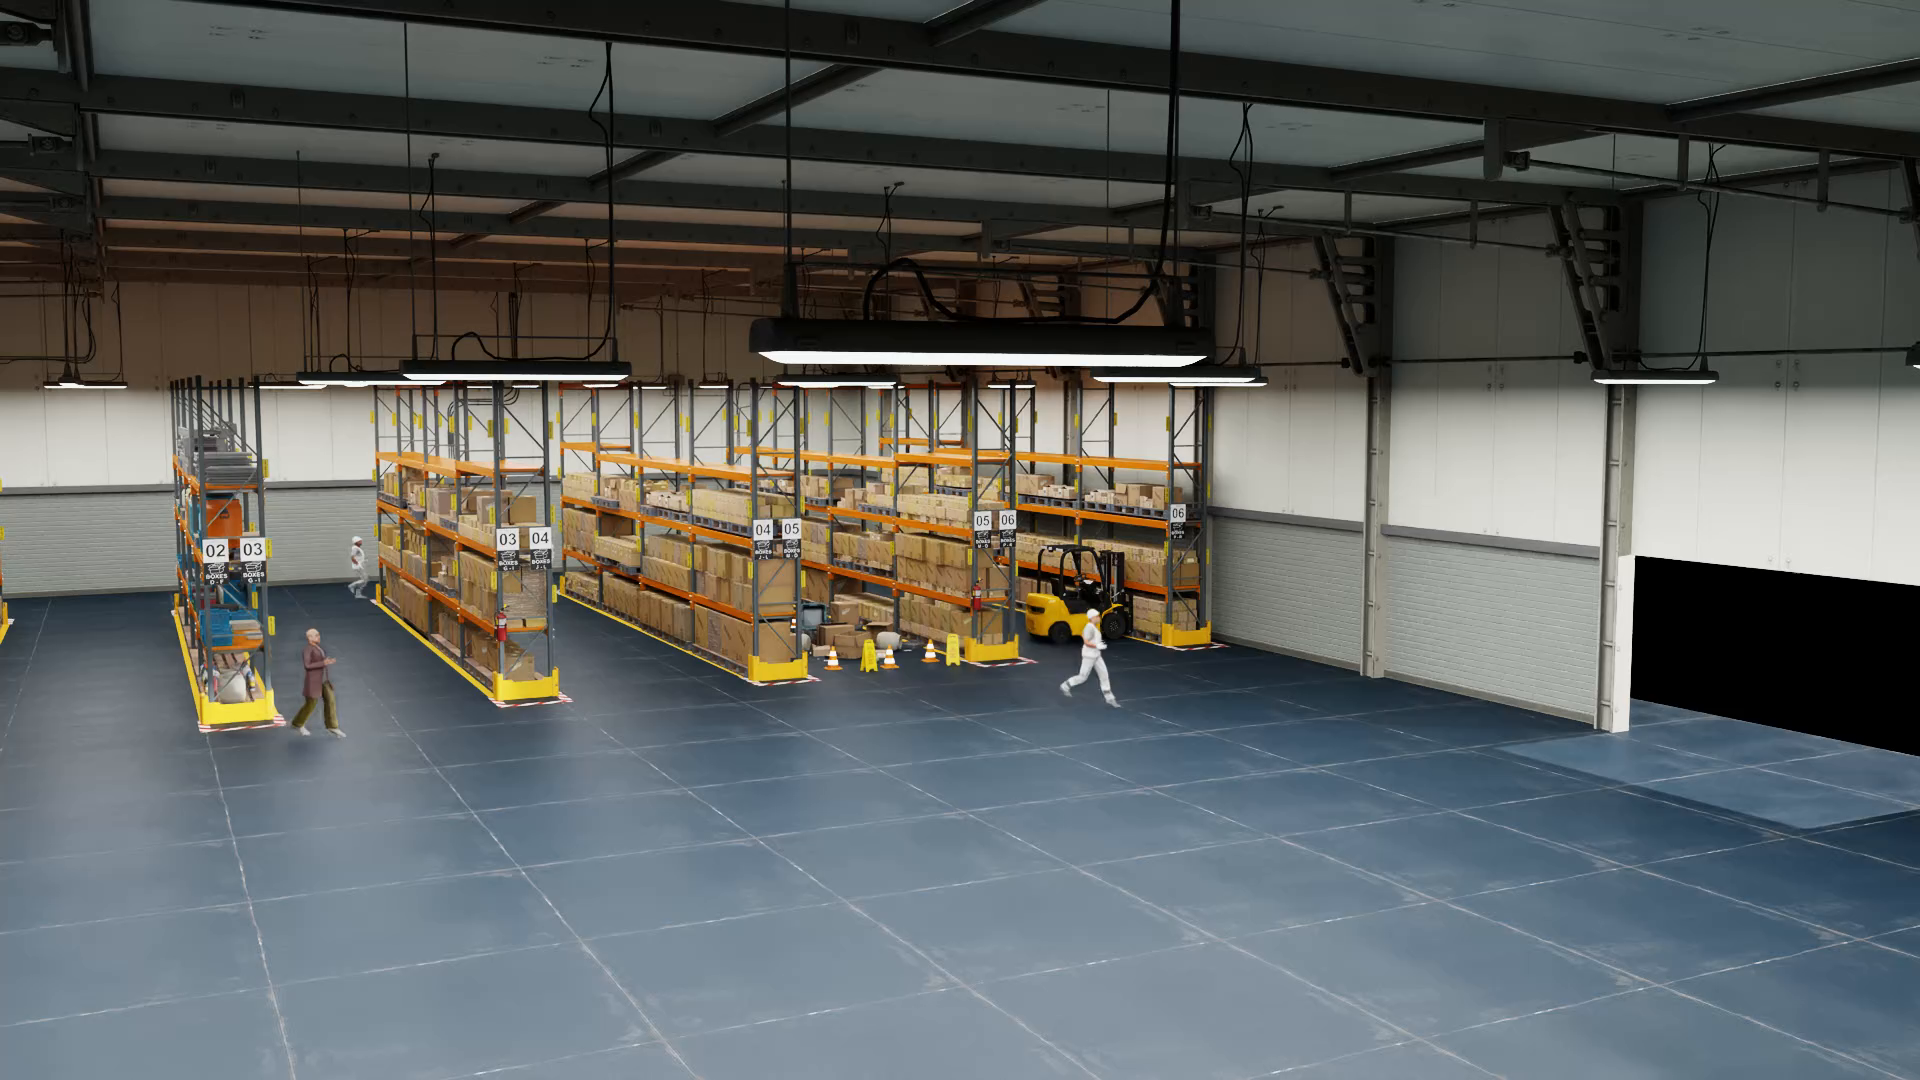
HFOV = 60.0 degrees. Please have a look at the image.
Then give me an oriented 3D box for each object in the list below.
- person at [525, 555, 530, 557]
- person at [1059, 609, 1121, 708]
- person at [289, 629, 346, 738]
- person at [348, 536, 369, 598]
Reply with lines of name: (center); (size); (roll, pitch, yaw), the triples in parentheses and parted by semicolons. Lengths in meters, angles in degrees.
person: (-12.354, 0.782, 46.466); (0.620, 1.647, 0.550); (0, 5, 2)
person: (2.354, 2.150, 30.228); (1.153, 1.796, 0.622); (2, 6, 26)
person: (-10.649, 2.374, 27.465); (0.909, 1.821, 0.690); (1, 5, 7)
person: (-16.689, 0.765, 46.122); (0.596, 1.736, 0.691); (-2, 5, -20)
